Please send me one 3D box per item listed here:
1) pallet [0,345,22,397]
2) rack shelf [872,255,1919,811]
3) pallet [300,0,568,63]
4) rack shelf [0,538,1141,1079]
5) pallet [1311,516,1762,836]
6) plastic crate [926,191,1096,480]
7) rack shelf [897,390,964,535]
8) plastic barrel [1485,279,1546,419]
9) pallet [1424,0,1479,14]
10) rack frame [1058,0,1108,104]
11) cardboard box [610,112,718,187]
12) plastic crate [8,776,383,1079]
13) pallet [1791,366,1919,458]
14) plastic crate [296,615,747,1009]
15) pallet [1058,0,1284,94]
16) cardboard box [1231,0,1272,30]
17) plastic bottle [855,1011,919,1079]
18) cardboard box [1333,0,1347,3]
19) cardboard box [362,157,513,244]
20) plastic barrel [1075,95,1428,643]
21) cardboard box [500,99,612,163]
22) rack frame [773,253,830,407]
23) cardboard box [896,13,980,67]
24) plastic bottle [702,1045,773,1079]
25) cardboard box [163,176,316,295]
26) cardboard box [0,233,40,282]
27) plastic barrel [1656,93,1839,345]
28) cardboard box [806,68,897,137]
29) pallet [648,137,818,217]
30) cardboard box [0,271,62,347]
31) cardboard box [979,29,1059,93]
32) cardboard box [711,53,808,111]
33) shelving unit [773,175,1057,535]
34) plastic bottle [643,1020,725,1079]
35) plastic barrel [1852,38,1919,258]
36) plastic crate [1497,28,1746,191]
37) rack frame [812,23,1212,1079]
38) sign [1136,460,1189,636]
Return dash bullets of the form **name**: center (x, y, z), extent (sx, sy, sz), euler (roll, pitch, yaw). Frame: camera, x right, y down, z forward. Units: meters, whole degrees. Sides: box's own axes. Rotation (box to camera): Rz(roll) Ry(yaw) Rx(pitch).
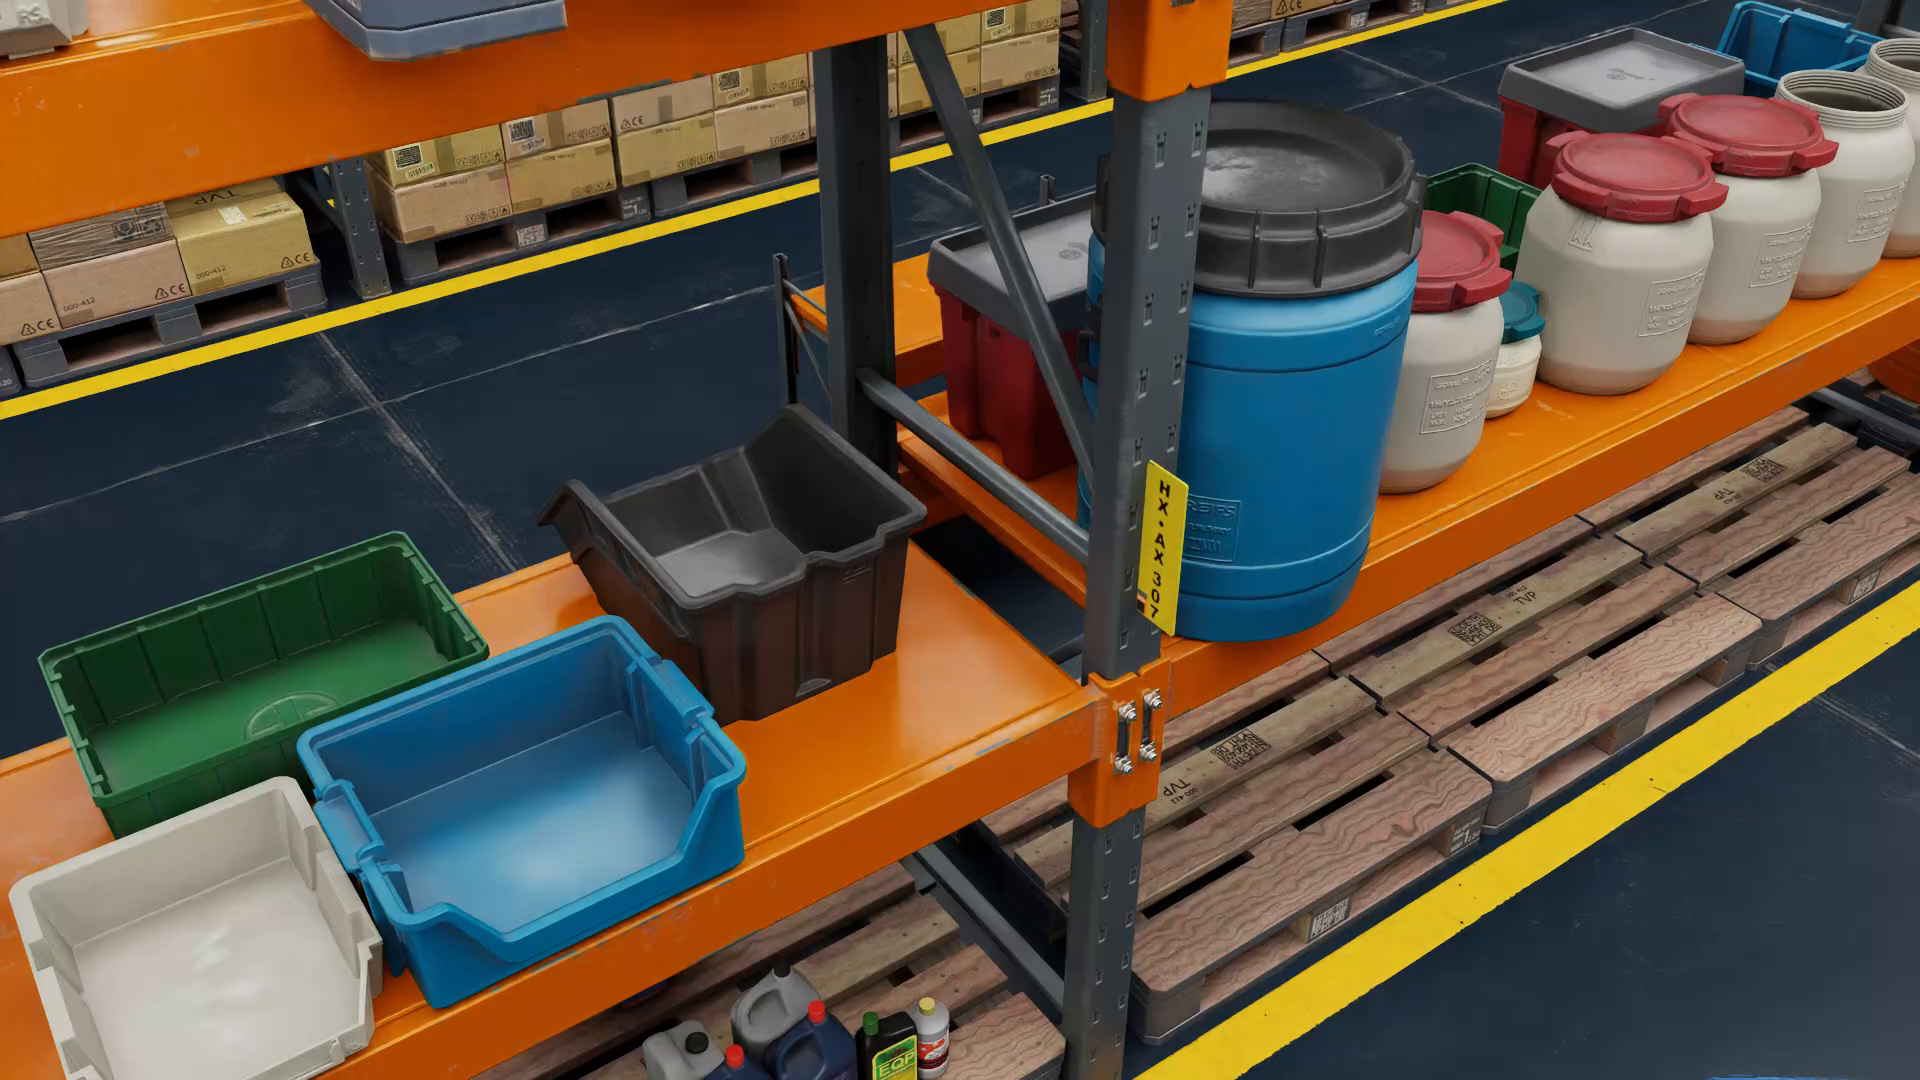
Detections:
- **pallet**: center (-4.477, -0.709, 6.555), extent (1.213, 0.211, 1.003), euler (-22, 41, -28)
- **rack shelf**: center (1.680, -0.517, 4.516), extent (4.000, 0.370, 1.077), euler (-22, 41, -28)
- **pallet**: center (-0.488, -0.988, 2.147), extent (1.003, 0.211, 1.213), euler (-22, 41, -28)
- **rack shelf**: center (-1.589, 0.829, 2.645), extent (4.000, 0.370, 1.077), euler (-22, 41, -28)
- **pallet**: center (1.663, 0.300, 5.152), extent (1.213, 0.211, 1.003), euler (-22, 41, -28)
- **plastic crate**: center (0.265, -0.471, 3.781), extent (0.583, 0.464, 0.402), euler (-22, 41, -28)
- **rack shelf**: center (0.006, -0.260, 5.567), extent (1.000, 0.278, 0.538), euler (-22, 41, -28)
- **plastic barrel**: center (1.216, -0.452, 3.928), extent (0.301, 0.262, 0.301), euler (0, 36, 0)
- **pallet**: center (3.091, -3.769, 10.809), extent (1.213, 0.211, 1.003), euler (-22, 41, -28)
- **rack frame**: center (0.465, -3.847, 8.530), extent (0.127, 3.000, 1.000), euler (-22, 41, -28)
- **cardboard box**: center (-1.492, -1.920, 7.846), extent (0.500, 0.250, 0.500), euler (-24, 42, -29)
- **plastic crate**: center (-1.136, 0.638, 2.520), extent (0.437, 0.136, 0.530), euler (-22, 41, -28)
- **pallet**: center (3.935, -0.635, 6.452), extent (1.213, 0.211, 1.003), euler (-22, 41, -28)
- **plastic crate**: center (-0.703, 0.426, 2.716), extent (0.616, 0.251, 0.499), euler (-22, 41, -28)
- **pallet**: center (1.097, -2.948, 9.668), extent (1.213, 0.211, 1.003), euler (-22, 41, -28)
- **cardboard box**: center (1.426, -3.206, 9.403), extent (0.500, 0.500, 0.500), euler (-24, 42, -29)
- **plastic bottle**: center (-0.158, 1.107, 3.591), extent (0.133, 0.283, 0.061), euler (-20, 40, -26)
- **cardboard box**: center (2.263, -3.551, 9.882), extent (0.500, 0.500, 0.500), euler (-24, 42, -29)
- **cardboard box**: center (-2.333, -1.573, 7.364), extent (0.500, 0.250, 0.500), euler (-23, 42, -29)
- **plastic barrel**: center (0.536, -0.325, 3.204), extent (0.708, 0.901, 0.600), euler (-22, 41, -28)
- **cardboard box**: center (-1.911, -1.969, 7.434), extent (0.500, 0.311, 0.500), euler (-23, 42, -28)
- **rack frame**: center (-0.410, -0.288, 5.187), extent (0.032, 1.125, 0.500), euler (-22, 41, -28)
- **cardboard box**: center (-0.243, -2.657, 8.391), extent (0.500, 0.311, 0.500), euler (-23, 42, -29)
- **plastic bottle**: center (-0.472, 1.179, 3.433), extent (0.185, 0.351, 0.144), euler (-25, 42, -30)
- **cardboard box**: center (-3.058, -1.296, 6.978), extent (0.500, 0.250, 0.500), euler (-22, 41, -28)
- **cardboard box**: center (-3.880, -1.267, 6.296), extent (0.500, 0.500, 0.500), euler (-22, 41, -28)
- **plastic barrel**: center (1.907, -0.801, 4.178), extent (0.433, 0.535, 0.433), euler (0, 36, 0)
- **cardboard box**: center (-0.657, -2.265, 8.326), extent (0.500, 0.250, 0.500), euler (-21, 41, -27)
- **pallet**: center (-1.227, -2.049, 8.418), extent (1.213, 0.211, 1.003), euler (-22, 41, -28)
- **cardboard box**: center (-3.873, -0.957, 6.507), extent (0.500, 0.250, 0.500), euler (-22, 41, -28)
- **cardboard box**: center (0.175, -2.608, 8.802), extent (0.500, 0.250, 0.500), euler (-21, 41, -27)
- **cardboard box**: center (-1.068, -2.321, 7.923), extent (0.500, 0.311, 0.500), euler (-21, 41, -27)
- **shelving unit**: center (0.006, -0.459, 5.425), extent (1.048, 1.125, 0.538), euler (-22, 41, -28)
- **plastic bottle**: center (-0.578, 1.147, 3.542), extent (0.135, 0.276, 0.152), euler (-22, 41, -28)
- **plastic barrel**: center (2.597, -1.079, 4.586), extent (0.421, 0.512, 0.421), euler (0, 36, 0)
- **plastic crate**: center (1.818, -1.110, 4.670), extent (0.583, 0.464, 0.402), euler (-22, 41, -28)
- **rack frame**: center (0.045, -0.136, 3.370), extent (0.127, 3.000, 1.000), euler (-22, 41, -28)
- **sign**: center (0.353, 0.018, 2.919), extent (0.005, 0.325, 0.100), euler (-22, 41, -28)
